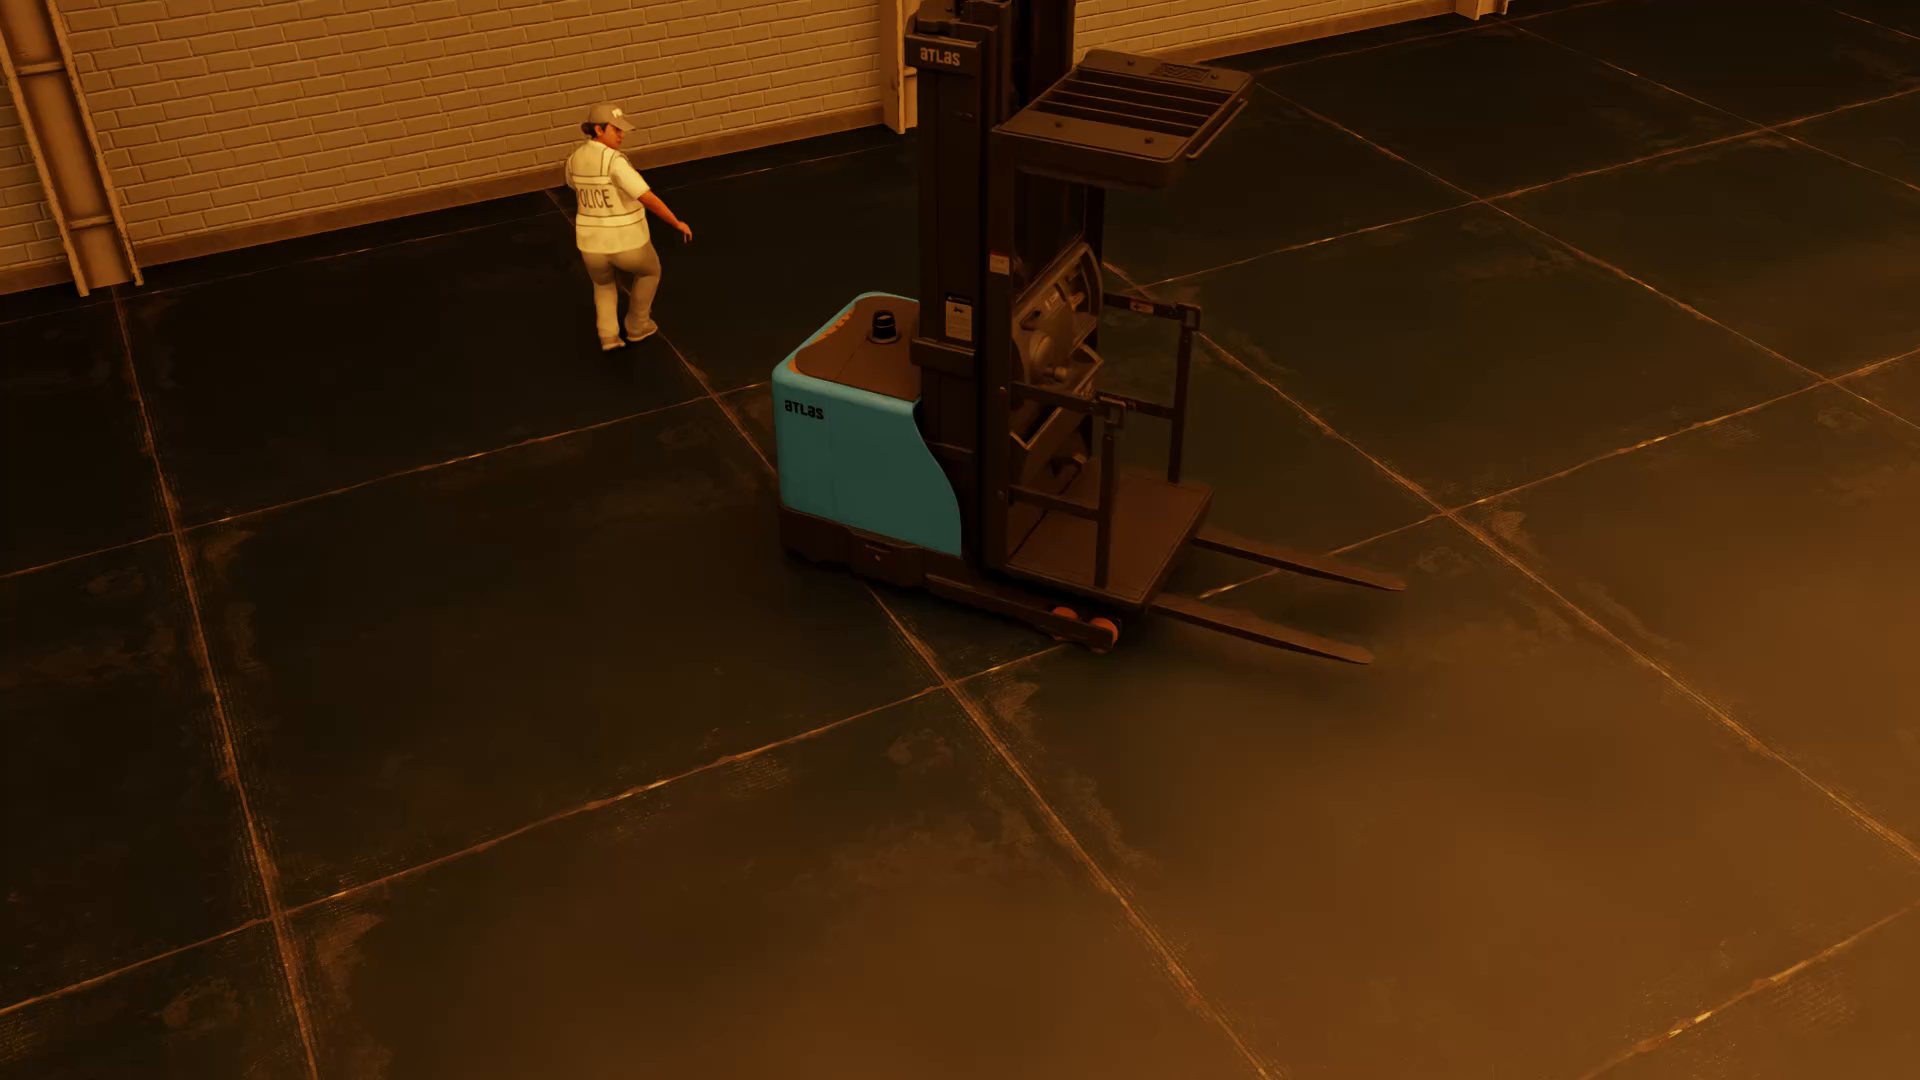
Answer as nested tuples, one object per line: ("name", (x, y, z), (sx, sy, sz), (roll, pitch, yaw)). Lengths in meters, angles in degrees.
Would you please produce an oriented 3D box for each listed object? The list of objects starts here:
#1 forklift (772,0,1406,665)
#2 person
("forklift", (0.633, -1.012, 7.555), (3.031, 2.935, 1.130), (16, 38, 21))
("person", (-1.976, -1.865, 9.974), (0.810, 1.541, 0.795), (9, 36, 12))
